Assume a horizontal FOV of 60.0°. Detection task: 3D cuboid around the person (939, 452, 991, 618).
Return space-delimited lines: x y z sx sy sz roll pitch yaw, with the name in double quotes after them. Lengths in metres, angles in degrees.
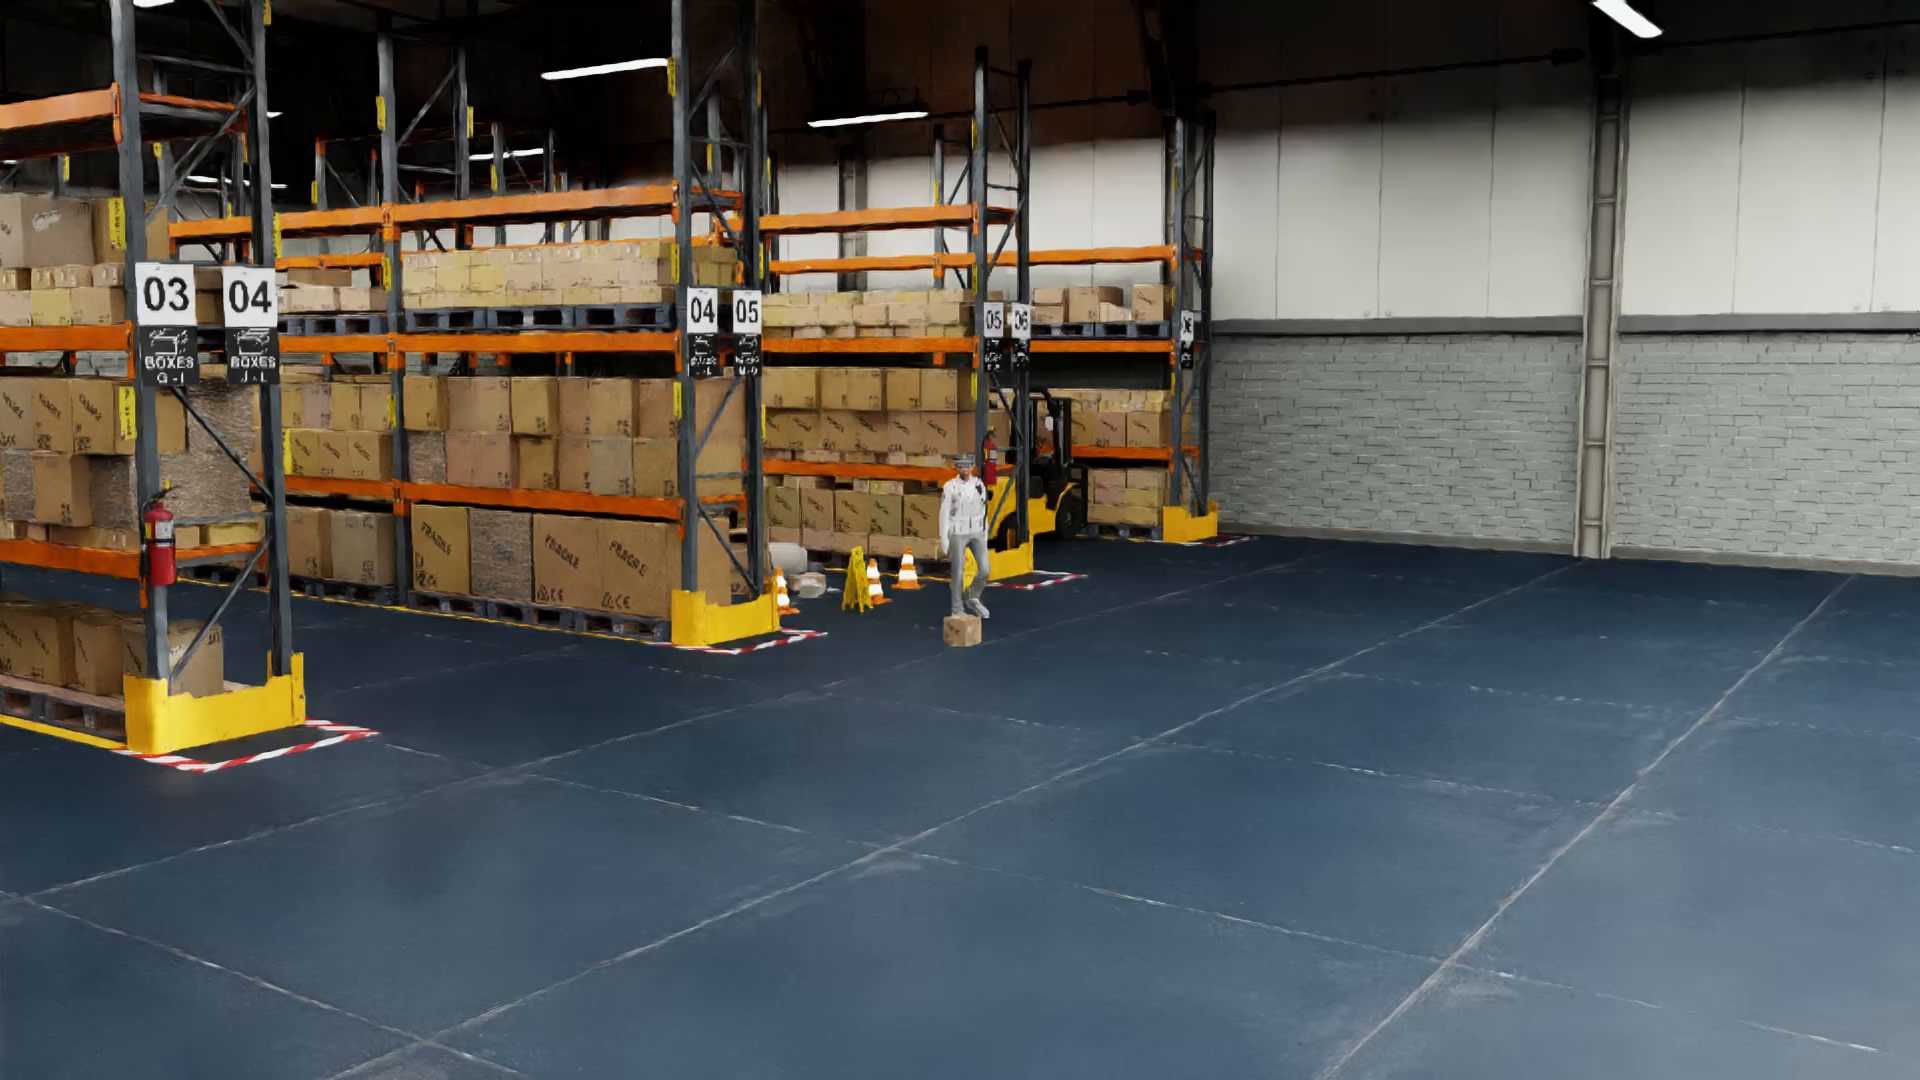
0.048 -0.043 16.263 0.536 1.663 0.430 -2 7 -21 "person"
